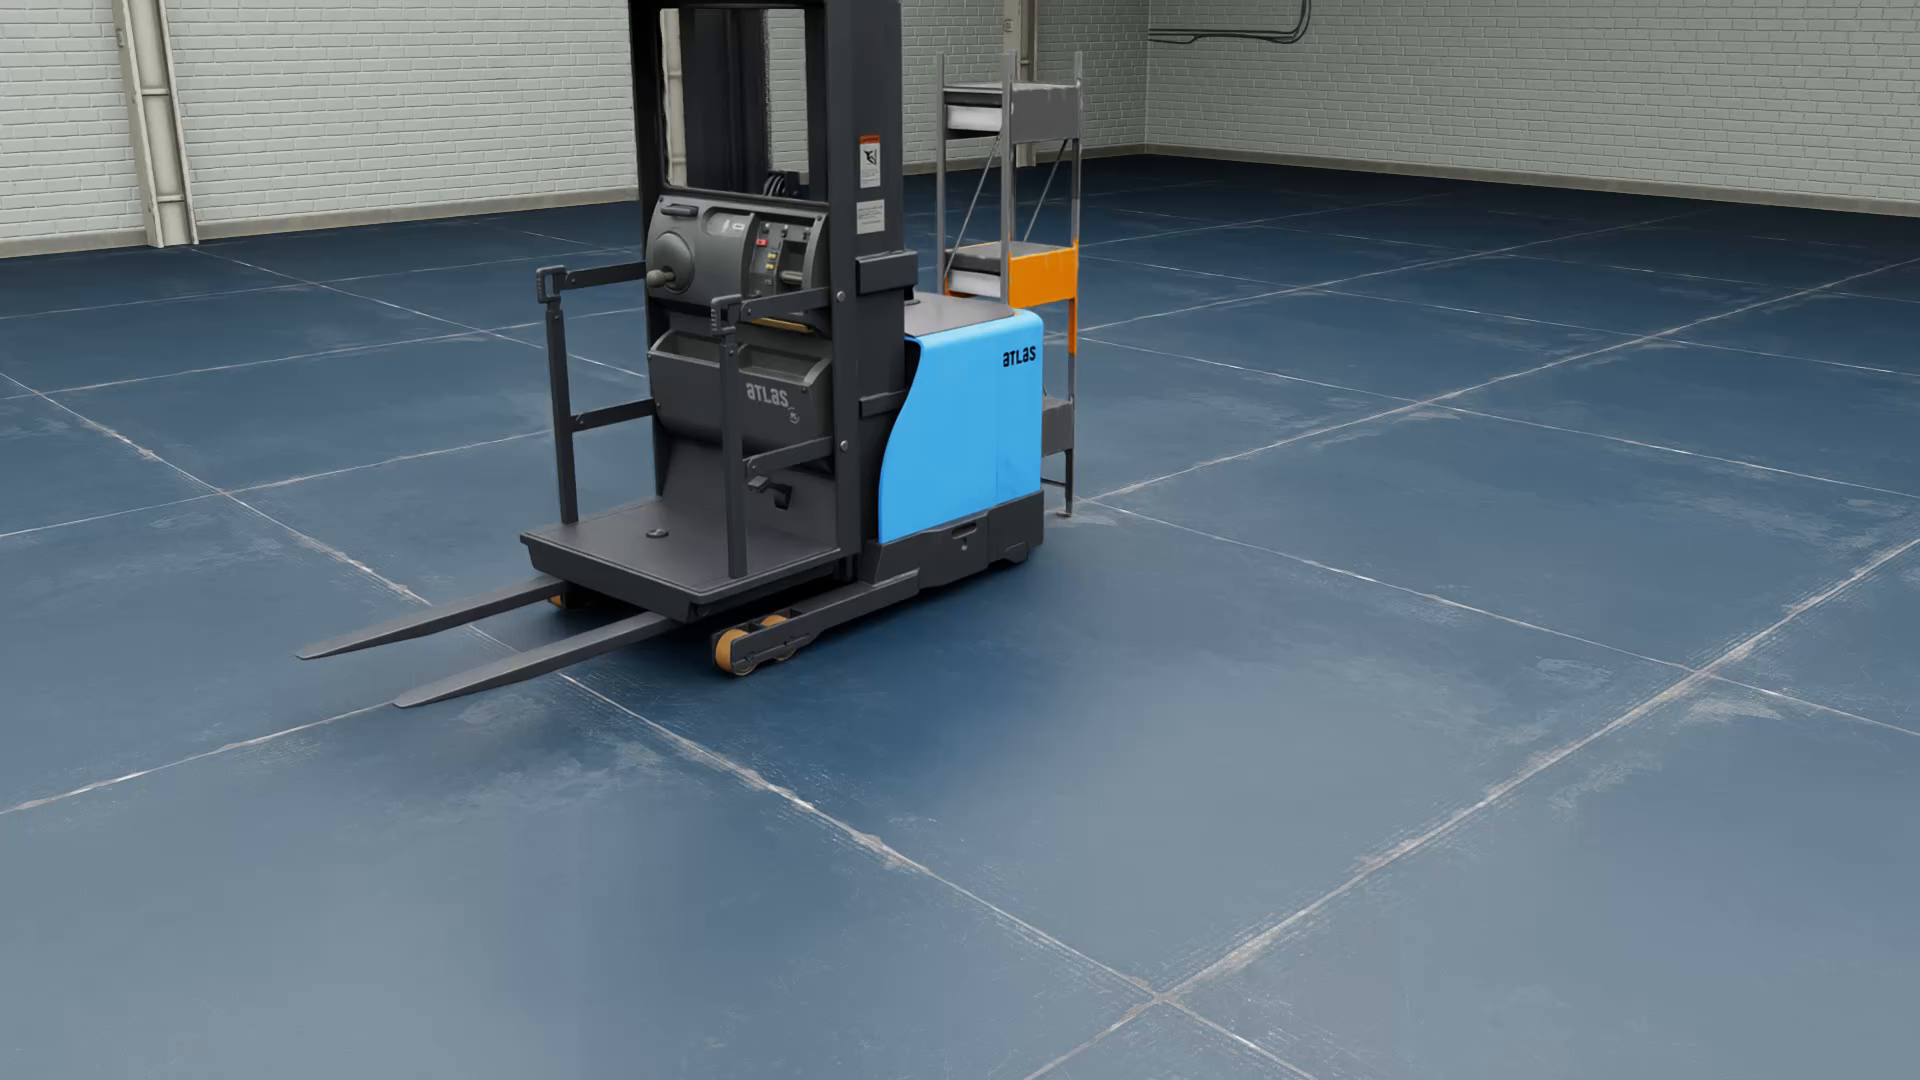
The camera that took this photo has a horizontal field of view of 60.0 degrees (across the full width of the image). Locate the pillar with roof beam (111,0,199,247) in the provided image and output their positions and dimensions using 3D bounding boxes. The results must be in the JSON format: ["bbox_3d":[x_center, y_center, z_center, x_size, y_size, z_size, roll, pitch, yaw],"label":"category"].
[{"bbox_3d":[-4.893,-6.270,12.232,0.400,9.000,9.100,-16,24,-41],"label":"pillar with roof beam"}]

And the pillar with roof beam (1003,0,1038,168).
[{"bbox_3d":[3.826,-8.813,20.075,0.400,9.000,9.100,-16,24,-41],"label":"pillar with roof beam"}]

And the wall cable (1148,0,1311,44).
[{"bbox_3d":[3.918,-8.628,24.540,0.112,2.526,3.097,-16,24,-41],"label":"wall cable"}]

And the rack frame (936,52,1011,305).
[{"bbox_3d":[0.055,-1.034,7.271,0.400,2.100,0.015,15,23,39],"label":"rack frame"}]

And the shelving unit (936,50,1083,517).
[{"bbox_3d":[0.216,-1.091,7.445,0.431,2.100,0.503,15,23,39],"label":"shelving unit"}]

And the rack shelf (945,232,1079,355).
[{"bbox_3d":[0.216,-1.078,7.449,0.431,0.518,0.480,15,23,39],"label":"rack shelf"}]

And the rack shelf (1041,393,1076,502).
[{"bbox_3d":[0.216,-0.412,7.665,0.431,0.518,0.480,15,23,39],"label":"rack shelf"}]

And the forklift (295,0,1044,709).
[{"bbox_3d":[-0.986,-1.081,6.067,1.130,2.935,3.031,15,23,39],"label":"forklift"}]

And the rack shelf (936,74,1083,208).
[{"bbox_3d":[0.216,-1.744,7.234,0.431,0.518,0.480,15,23,39],"label":"rack shelf"}]

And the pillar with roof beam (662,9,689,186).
[{"bbox_3d":[-0.533,-7.541,16.153,0.400,9.000,9.100,-16,24,-41],"label":"pillar with roof beam"}]

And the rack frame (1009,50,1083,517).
[{"bbox_3d":[0.377,-1.148,7.620,0.400,2.100,0.015,15,23,39],"label":"rack frame"}]
